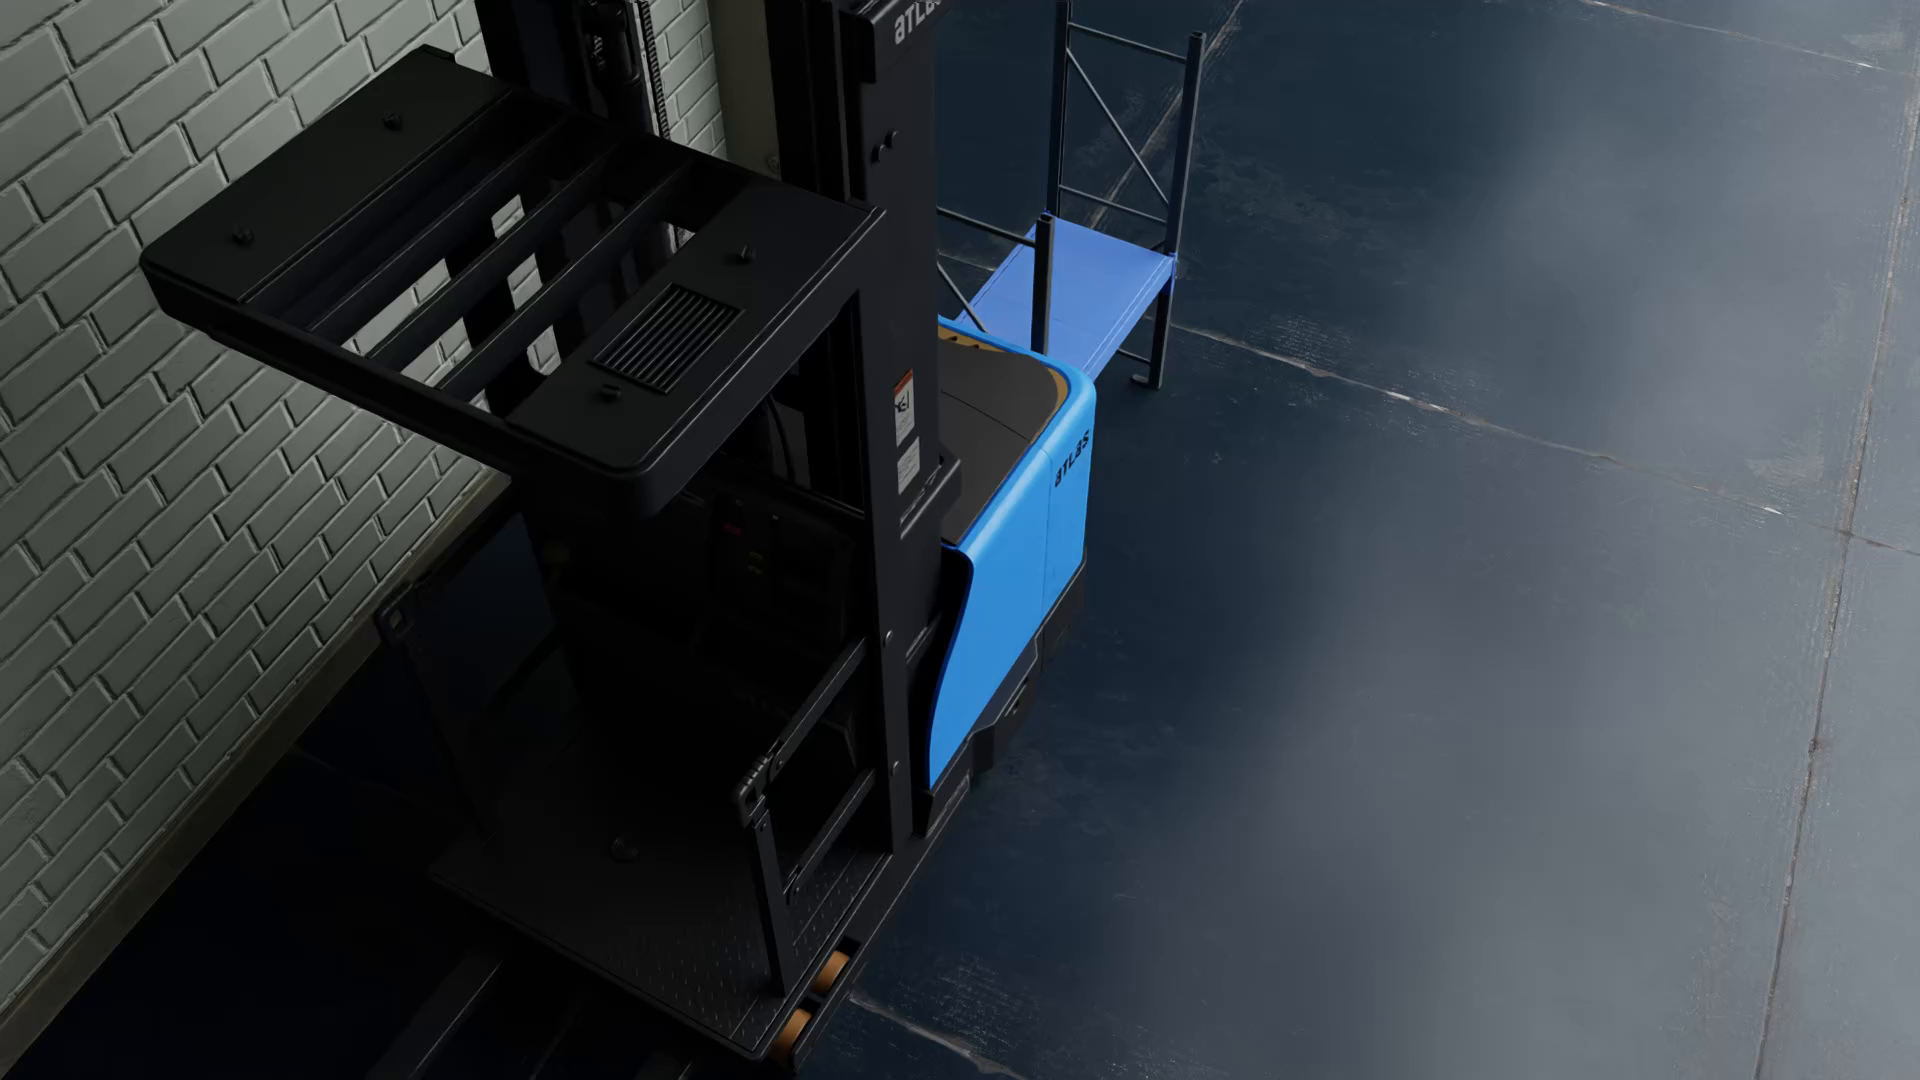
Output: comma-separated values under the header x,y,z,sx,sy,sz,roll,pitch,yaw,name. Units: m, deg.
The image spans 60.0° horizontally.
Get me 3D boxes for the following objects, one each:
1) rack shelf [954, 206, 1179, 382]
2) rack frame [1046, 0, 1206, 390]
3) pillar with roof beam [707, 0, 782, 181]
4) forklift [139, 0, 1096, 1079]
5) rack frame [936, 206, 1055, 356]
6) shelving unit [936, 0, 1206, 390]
x,y,z,sx,sy,sz,roll,pitch,yaw,name
0.282,-0.696,5.593,0.538,0.185,1.000,23,53,18,rack shelf
0.531,-1.150,5.744,0.500,1.500,0.032,23,53,18,rack frame
3.188,-2.900,2.309,9.100,9.000,0.400,20,52,16,pillar with roof beam
-0.753,0.075,3.762,1.130,2.935,3.031,23,53,18,forklift
0.034,-0.474,5.169,0.500,1.500,0.032,23,53,18,rack frame
0.282,-0.812,5.456,0.538,1.500,1.048,23,53,18,shelving unit
